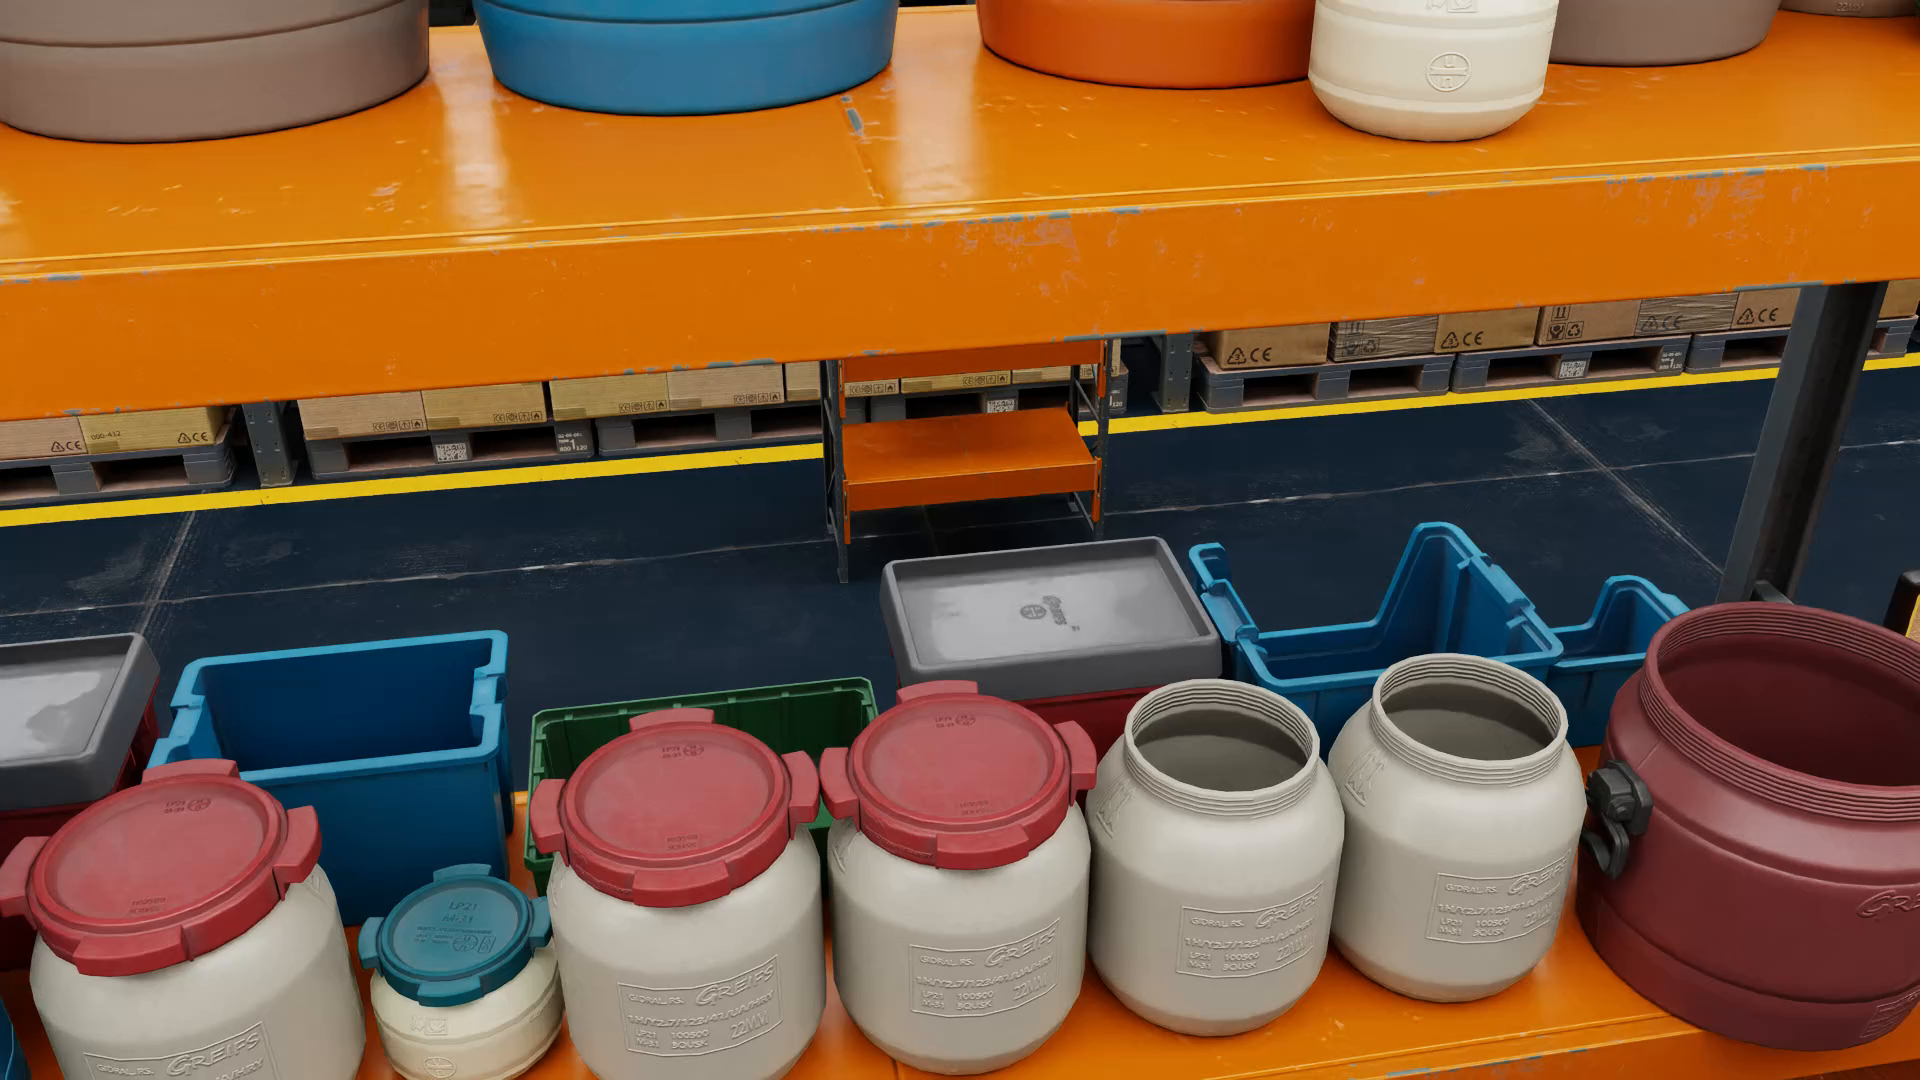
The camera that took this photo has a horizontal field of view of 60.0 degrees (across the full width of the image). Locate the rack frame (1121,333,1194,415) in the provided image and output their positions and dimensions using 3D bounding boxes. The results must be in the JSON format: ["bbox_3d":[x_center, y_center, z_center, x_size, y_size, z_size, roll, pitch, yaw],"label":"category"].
[{"bbox_3d":[0.916,-2.130,7.413,0.127,3.000,1.000,-5,31,-9],"label":"rack frame"}]

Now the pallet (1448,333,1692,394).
[{"bbox_3d":[2.855,-1.087,8.391,1.213,0.211,1.003,-5,31,-9],"label":"pallet"}]

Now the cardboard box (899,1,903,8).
[{"bbox_3d":[-0.679,-3.620,11.979,0.500,0.500,0.700,-5,31,-8],"label":"cardboard box"}]

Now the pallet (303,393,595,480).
[{"bbox_3d":[-2.301,-0.650,7.647,1.213,0.211,1.003,-5,31,-9],"label":"pallet"}]

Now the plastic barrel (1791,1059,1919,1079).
[{"bbox_3d":[2.283,1.041,3.747,0.708,0.830,0.600,-5,31,-9],"label":"plastic barrel"}]

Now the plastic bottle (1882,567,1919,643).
[{"bbox_3d":[2.126,0.140,3.667,0.133,0.283,0.061,-5,31,-9],"label":"plastic bottle"}]

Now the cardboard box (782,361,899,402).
[{"bbox_3d":[-0.559,-0.863,7.557,0.500,0.250,0.500,-5,31,-8],"label":"cardboard box"}]

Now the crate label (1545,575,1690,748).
[{"bbox_3d":[1.323,0.264,3.508,0.416,0.233,0.303,-5,31,-9],"label":"crate label"}]

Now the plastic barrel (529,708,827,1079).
[{"bbox_3d":[-0.428,0.601,2.634,0.433,0.535,0.433,0,30,0],"label":"plastic barrel"}]

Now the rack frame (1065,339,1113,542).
[{"bbox_3d":[0.507,-0.532,6.545,0.032,1.125,0.500,-5,31,-9],"label":"rack frame"}]

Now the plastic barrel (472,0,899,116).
[{"bbox_3d":[-0.382,-1.078,2.170,0.708,0.901,0.600,-5,31,-9],"label":"plastic barrel"}]

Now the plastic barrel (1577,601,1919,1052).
[{"bbox_3d":[1.403,0.475,2.849,0.708,0.536,0.600,-5,31,-9],"label":"plastic barrel"}]

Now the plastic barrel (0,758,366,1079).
[{"bbox_3d":[-1.149,0.668,2.520,0.433,0.535,0.433,0,30,0],"label":"plastic barrel"}]

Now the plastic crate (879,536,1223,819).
[{"bbox_3d":[0.160,0.307,3.205,0.583,0.464,0.402,-5,31,-9],"label":"plastic crate"}]

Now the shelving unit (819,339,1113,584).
[{"bbox_3d":[0.007,-0.486,6.466,1.048,1.125,0.538,-5,31,-9],"label":"shelving unit"}]

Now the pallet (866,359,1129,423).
[{"bbox_3d":[0.099,-0.872,8.025,1.213,0.211,1.003,-5,31,-9],"label":"pallet"}]

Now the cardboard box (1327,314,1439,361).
[{"bbox_3d":[1.929,-1.192,7.850,0.500,0.500,0.500,-6,31,-11],"label":"cardboard box"}]

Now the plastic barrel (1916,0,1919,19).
[{"bbox_3d":[1.571,-0.838,2.410,0.294,0.245,0.294,0,30,0],"label":"plastic barrel"}]

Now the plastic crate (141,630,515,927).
[{"bbox_3d":[-1.101,0.456,3.031,0.575,0.384,0.392,-5,31,-9],"label":"plastic crate"}]

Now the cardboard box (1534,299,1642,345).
[{"bbox_3d":[2.936,-1.285,8.009,0.500,0.500,0.500,-6,31,-11],"label":"cardboard box"}]

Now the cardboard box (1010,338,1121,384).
[{"bbox_3d":[0.442,-0.956,7.715,0.500,0.250,0.500,-5,31,-8],"label":"cardboard box"}]

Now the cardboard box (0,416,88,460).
[{"bbox_3d":[-3.929,-0.569,7.056,0.500,0.250,0.500,-5,31,-9],"label":"cardboard box"}]

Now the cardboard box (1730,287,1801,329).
[{"bbox_3d":[3.929,-1.379,8.167,0.500,0.500,0.500,-5,31,-9],"label":"cardboard box"}]

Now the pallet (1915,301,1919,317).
[{"bbox_3d":[5.526,-1.355,8.847,1.213,0.211,1.003,-5,31,-9],"label":"pallet"}]

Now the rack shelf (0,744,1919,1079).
[{"bbox_3d":[-0.163,0.833,3.085,4.000,0.370,1.077,-5,31,-9],"label":"rack shelf"}]

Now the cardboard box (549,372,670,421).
[{"bbox_3d":[-1.565,-0.769,7.396,0.500,0.250,0.500,-6,31,-10],"label":"cardboard box"}]

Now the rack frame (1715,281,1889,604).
[{"bbox_3d":[1.805,0.340,3.213,0.127,3.000,1.000,-5,31,-9],"label":"rack frame"}]

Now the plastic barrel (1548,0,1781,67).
[{"bbox_3d":[0.958,-1.203,2.382,0.600,0.901,0.600,0,30,0],"label":"plastic barrel"}]

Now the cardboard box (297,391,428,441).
[{"bbox_3d":[-2.577,-0.674,7.235,0.500,0.250,0.500,-6,31,-10],"label":"cardboard box"}]

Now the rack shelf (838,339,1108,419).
[{"bbox_3d":[0.007,-0.738,6.318,1.000,0.278,0.538,-5,31,-9],"label":"rack shelf"}]

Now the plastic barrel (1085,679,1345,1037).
[{"bbox_3d":[0.417,0.530,2.778,0.421,0.512,0.421,0,30,0],"label":"plastic barrel"}]
